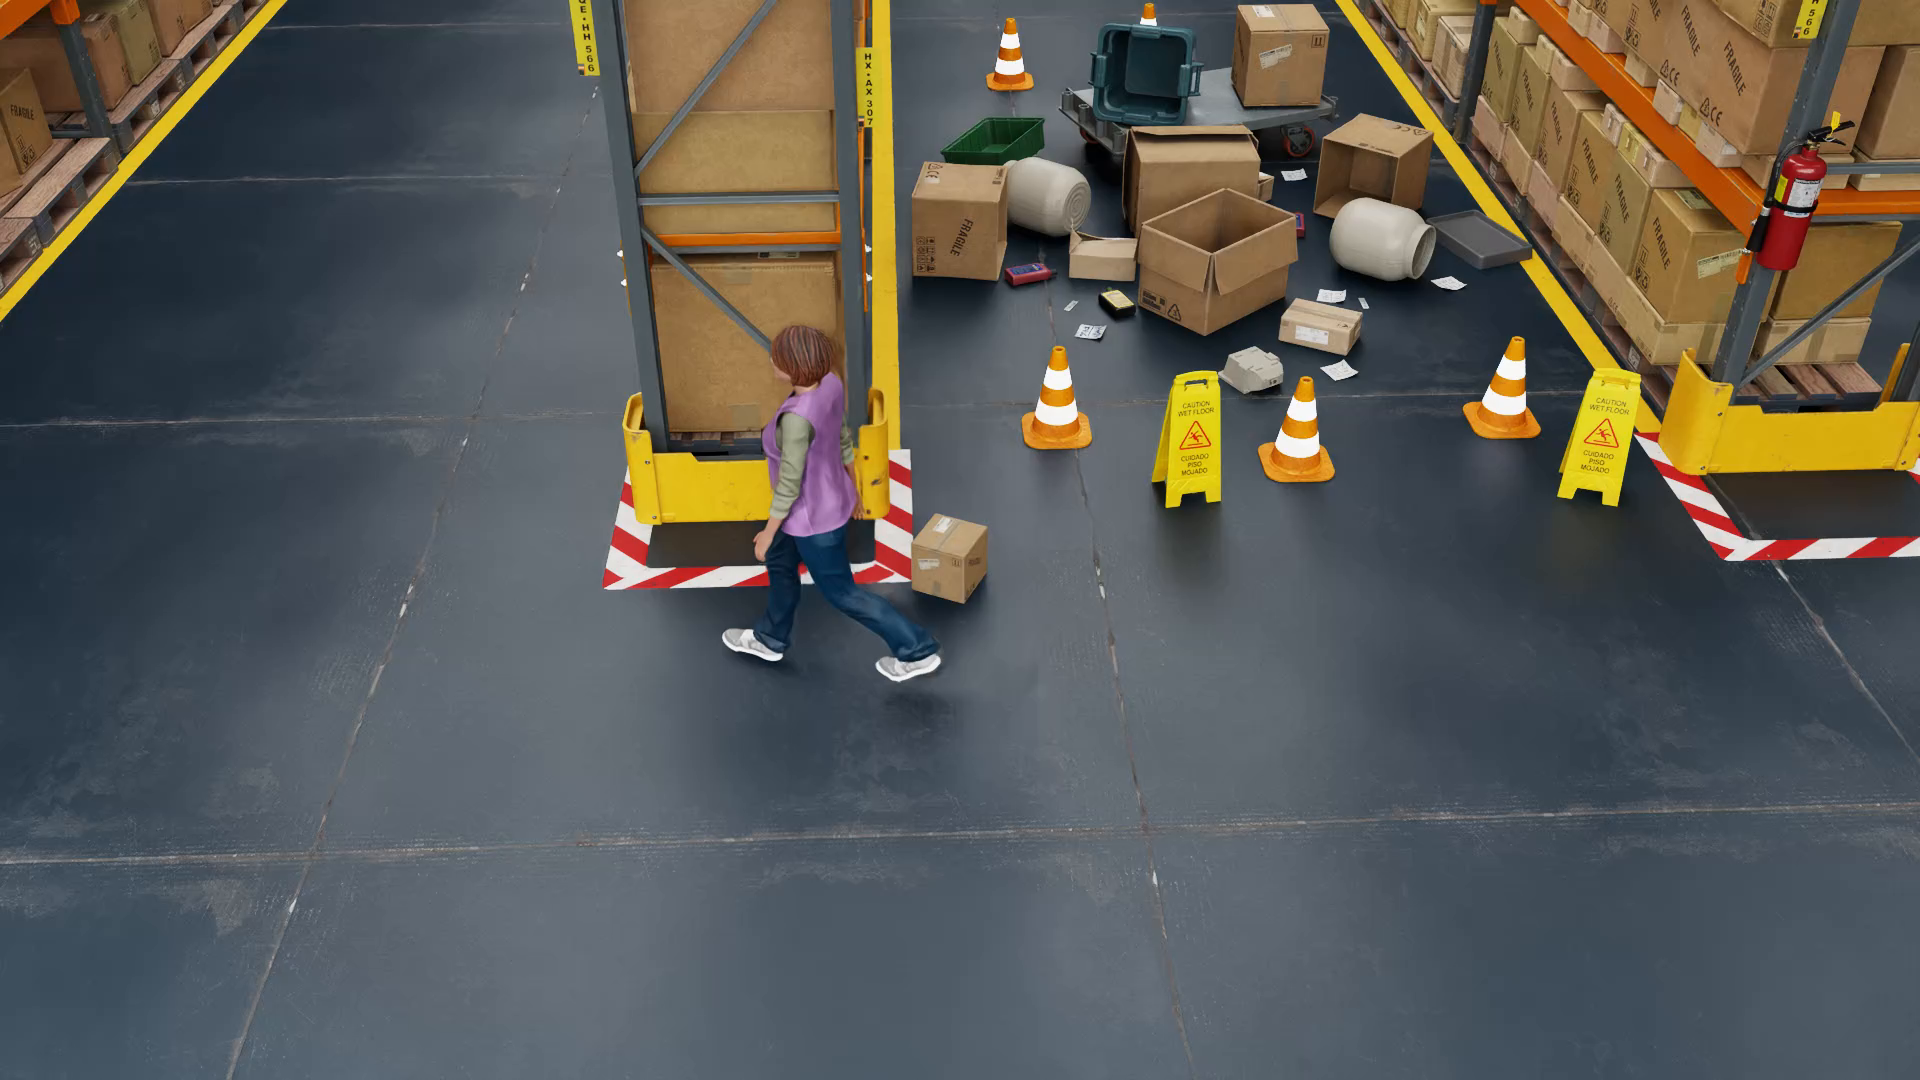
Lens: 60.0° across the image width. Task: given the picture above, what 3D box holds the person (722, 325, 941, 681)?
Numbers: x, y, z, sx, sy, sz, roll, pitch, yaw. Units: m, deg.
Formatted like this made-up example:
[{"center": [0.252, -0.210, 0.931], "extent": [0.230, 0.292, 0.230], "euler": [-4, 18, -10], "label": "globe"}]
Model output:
[{"center": [-0.530, -0.106, 6.302], "extent": [0.942, 1.552, 0.435], "euler": [6, 36, 9], "label": "person"}]
